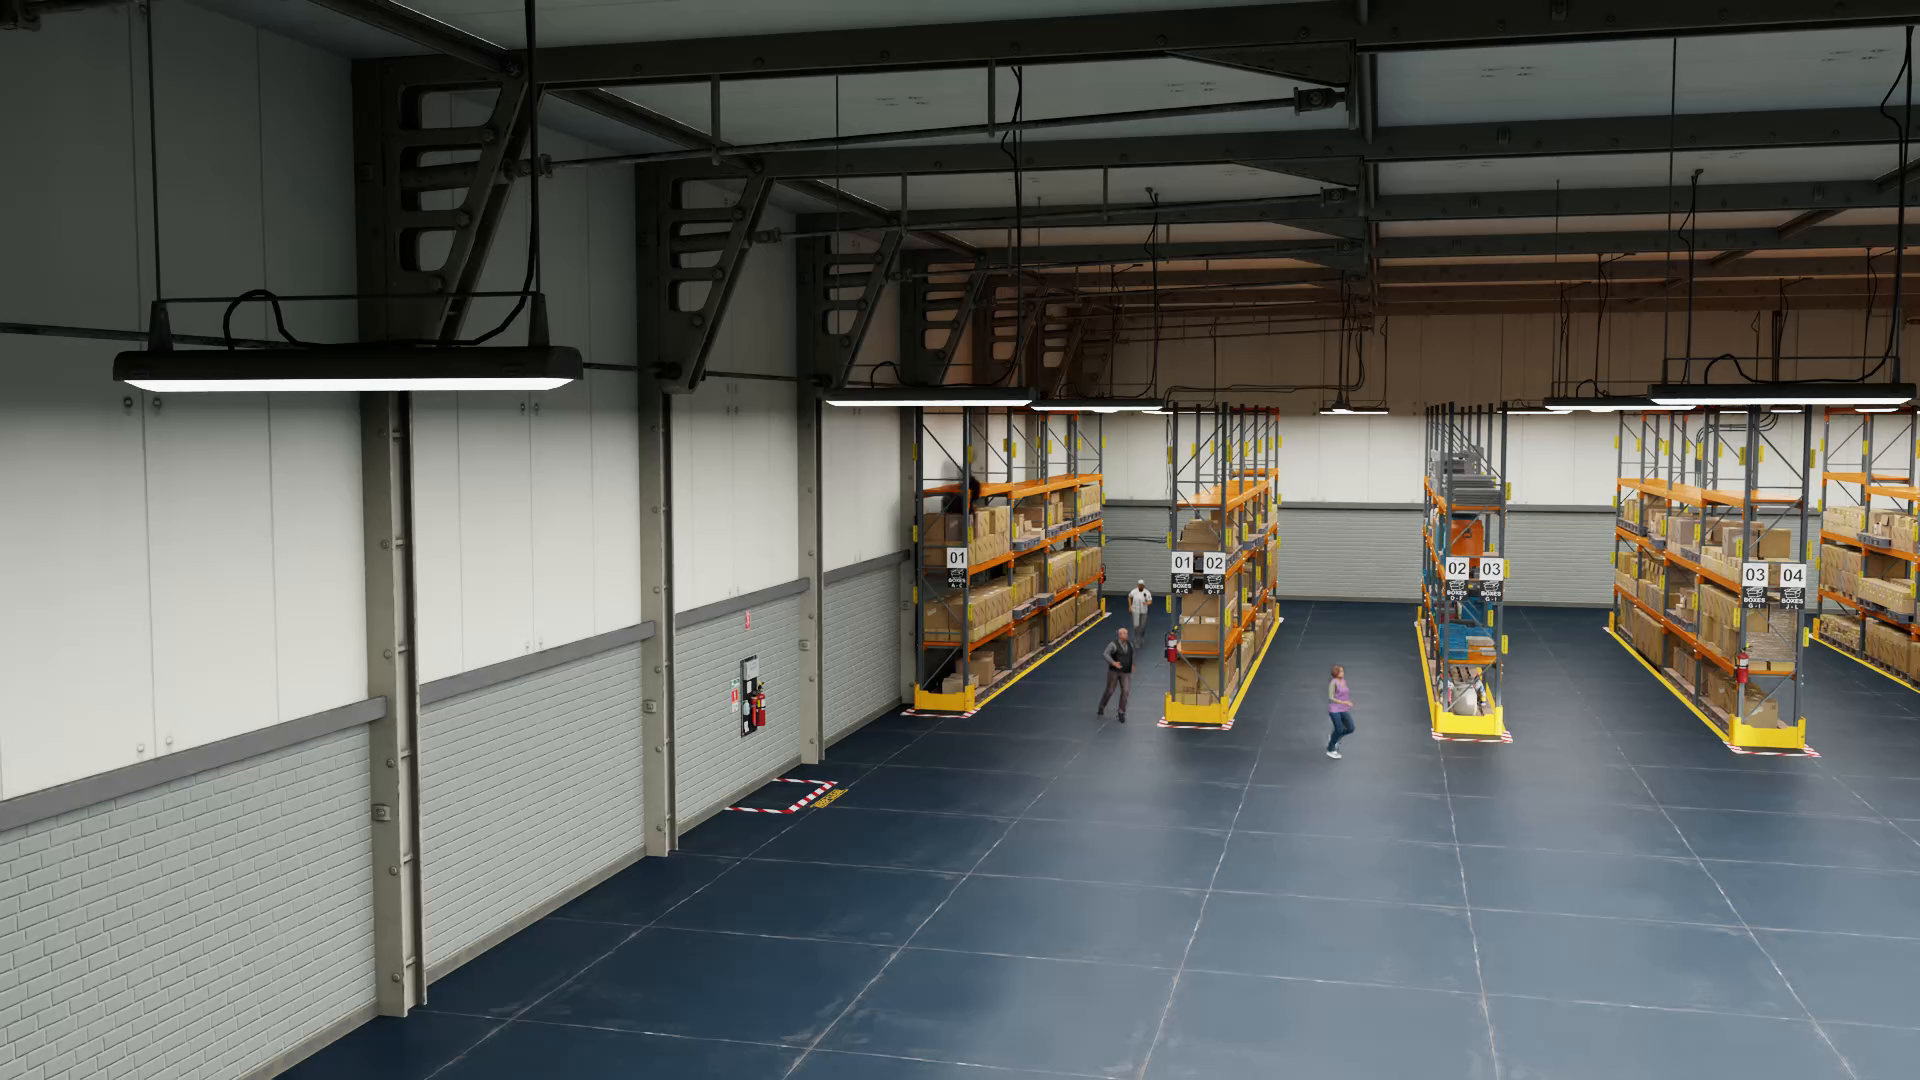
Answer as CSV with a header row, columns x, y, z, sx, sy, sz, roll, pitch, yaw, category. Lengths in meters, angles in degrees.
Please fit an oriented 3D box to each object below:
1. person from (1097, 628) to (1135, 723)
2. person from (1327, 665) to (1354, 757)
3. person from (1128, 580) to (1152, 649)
x,y,z,sx,sy,sz,roll,pitch,yaw,category
3.042,2.515,31.517,0.732,1.680,0.832,-1,4,-16,person
6.395,2.882,27.932,0.528,1.562,0.531,-4,6,-44,person
4.489,1.844,41.397,0.570,1.723,0.822,0,4,1,person
